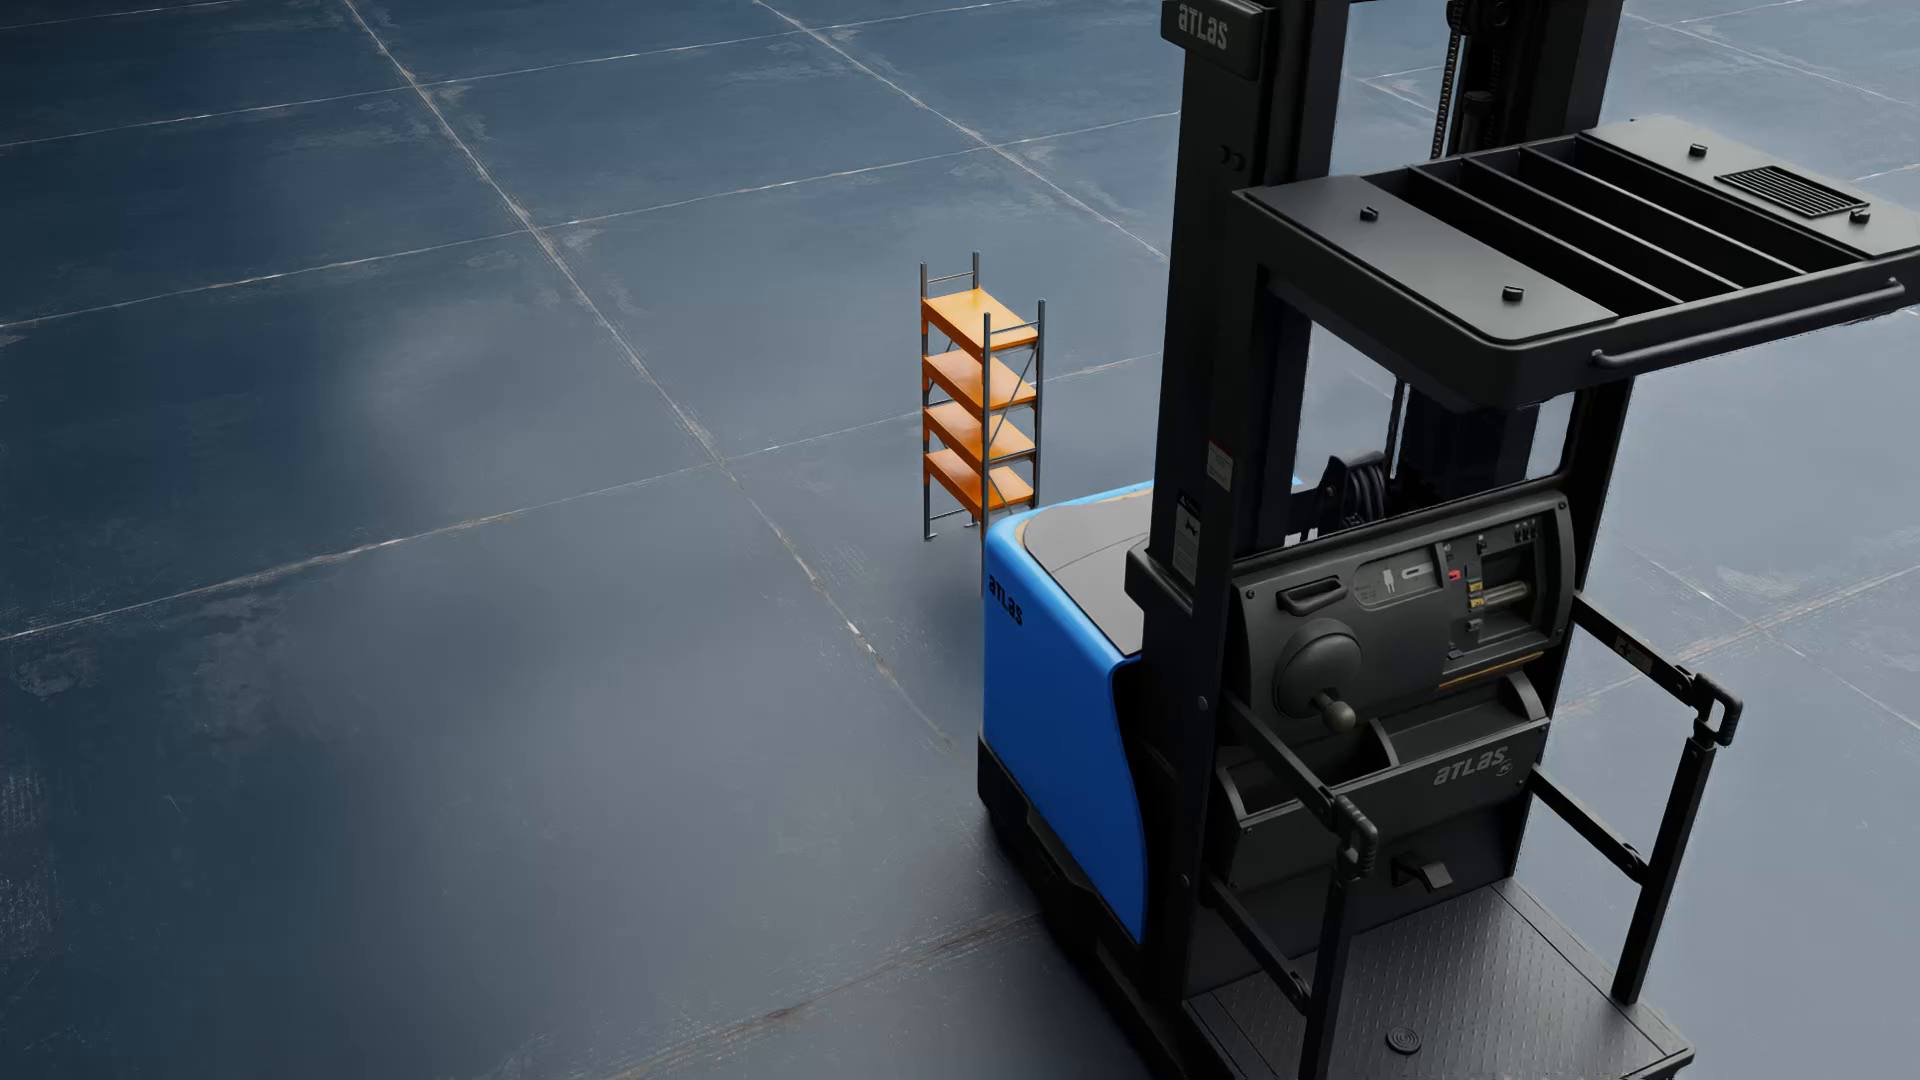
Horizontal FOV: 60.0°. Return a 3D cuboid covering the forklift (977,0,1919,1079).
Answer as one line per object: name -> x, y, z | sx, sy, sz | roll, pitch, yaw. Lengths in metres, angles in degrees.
forklift -> 1.138, 0.223, 3.685 | 1.130, 2.935, 3.031 | -14, 35, -21

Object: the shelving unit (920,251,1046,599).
shelving unit -> 0.077, -0.426, 6.303 | 0.258, 1.200, 0.503 | -16, 36, -23

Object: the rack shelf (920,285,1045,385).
rack shelf -> 0.077, -0.757, 6.091 | 0.258, 0.148, 0.480 | -16, 36, -23

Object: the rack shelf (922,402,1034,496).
rack shelf -> 0.077, -0.370, 6.339 | 0.258, 0.148, 0.480 | -16, 36, -23

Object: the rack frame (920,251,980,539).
rack frame -> -0.037, -0.543, 6.485 | 0.240, 1.200, 0.015 | -16, 36, -23

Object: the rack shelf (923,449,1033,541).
rack shelf -> 0.077, -0.202, 6.446 | 0.258, 0.148, 0.480 | -16, 36, -23

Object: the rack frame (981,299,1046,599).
rack frame -> 0.191, -0.310, 6.121 | 0.240, 1.200, 0.015 | -16, 36, -23

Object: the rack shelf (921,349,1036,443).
rack shelf -> 0.077, -0.558, 6.219 | 0.258, 0.148, 0.480 | -16, 36, -23
